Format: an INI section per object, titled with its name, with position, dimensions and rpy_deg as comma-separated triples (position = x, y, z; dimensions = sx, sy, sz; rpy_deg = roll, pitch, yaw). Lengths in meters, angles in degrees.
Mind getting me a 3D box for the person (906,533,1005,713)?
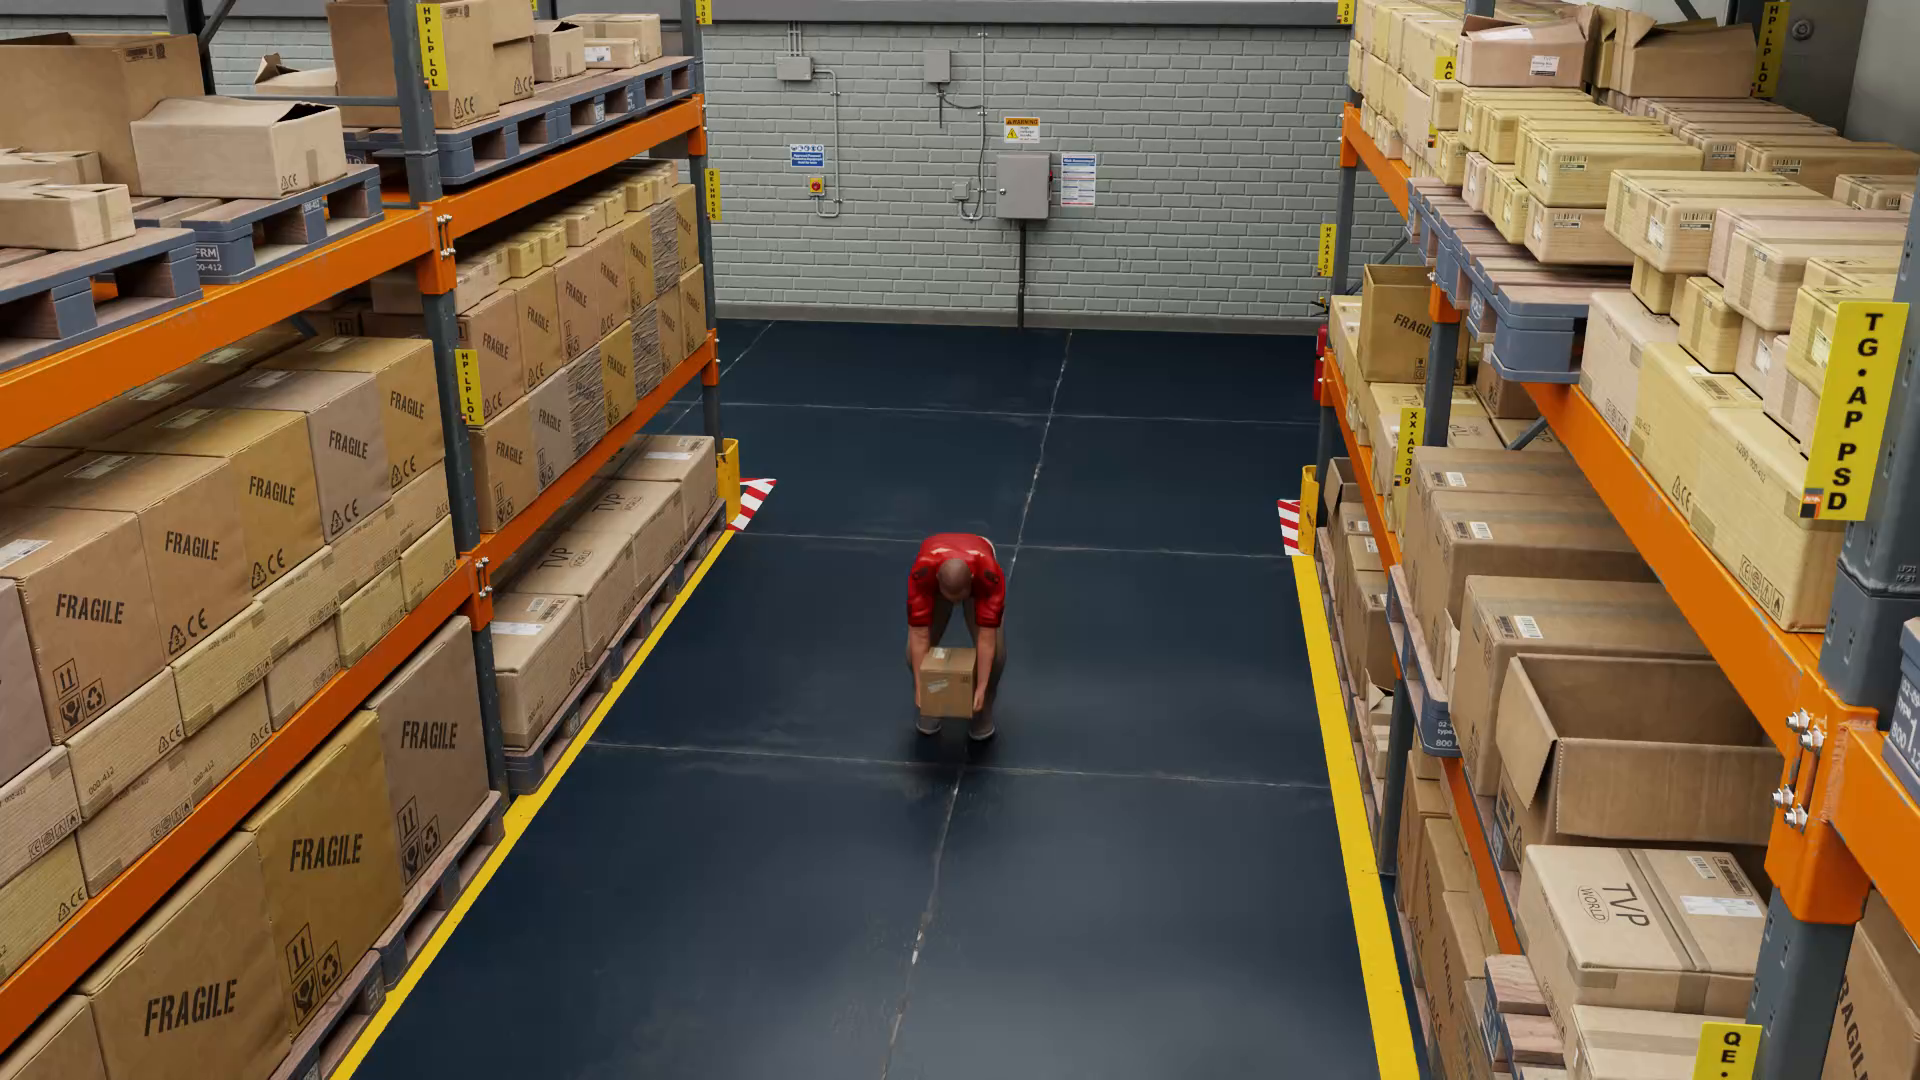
[person]
position = -0.014, 0.362, 8.074
dimensions = 0.473, 0.820, 0.805
rpy_deg = 1, 21, 4
